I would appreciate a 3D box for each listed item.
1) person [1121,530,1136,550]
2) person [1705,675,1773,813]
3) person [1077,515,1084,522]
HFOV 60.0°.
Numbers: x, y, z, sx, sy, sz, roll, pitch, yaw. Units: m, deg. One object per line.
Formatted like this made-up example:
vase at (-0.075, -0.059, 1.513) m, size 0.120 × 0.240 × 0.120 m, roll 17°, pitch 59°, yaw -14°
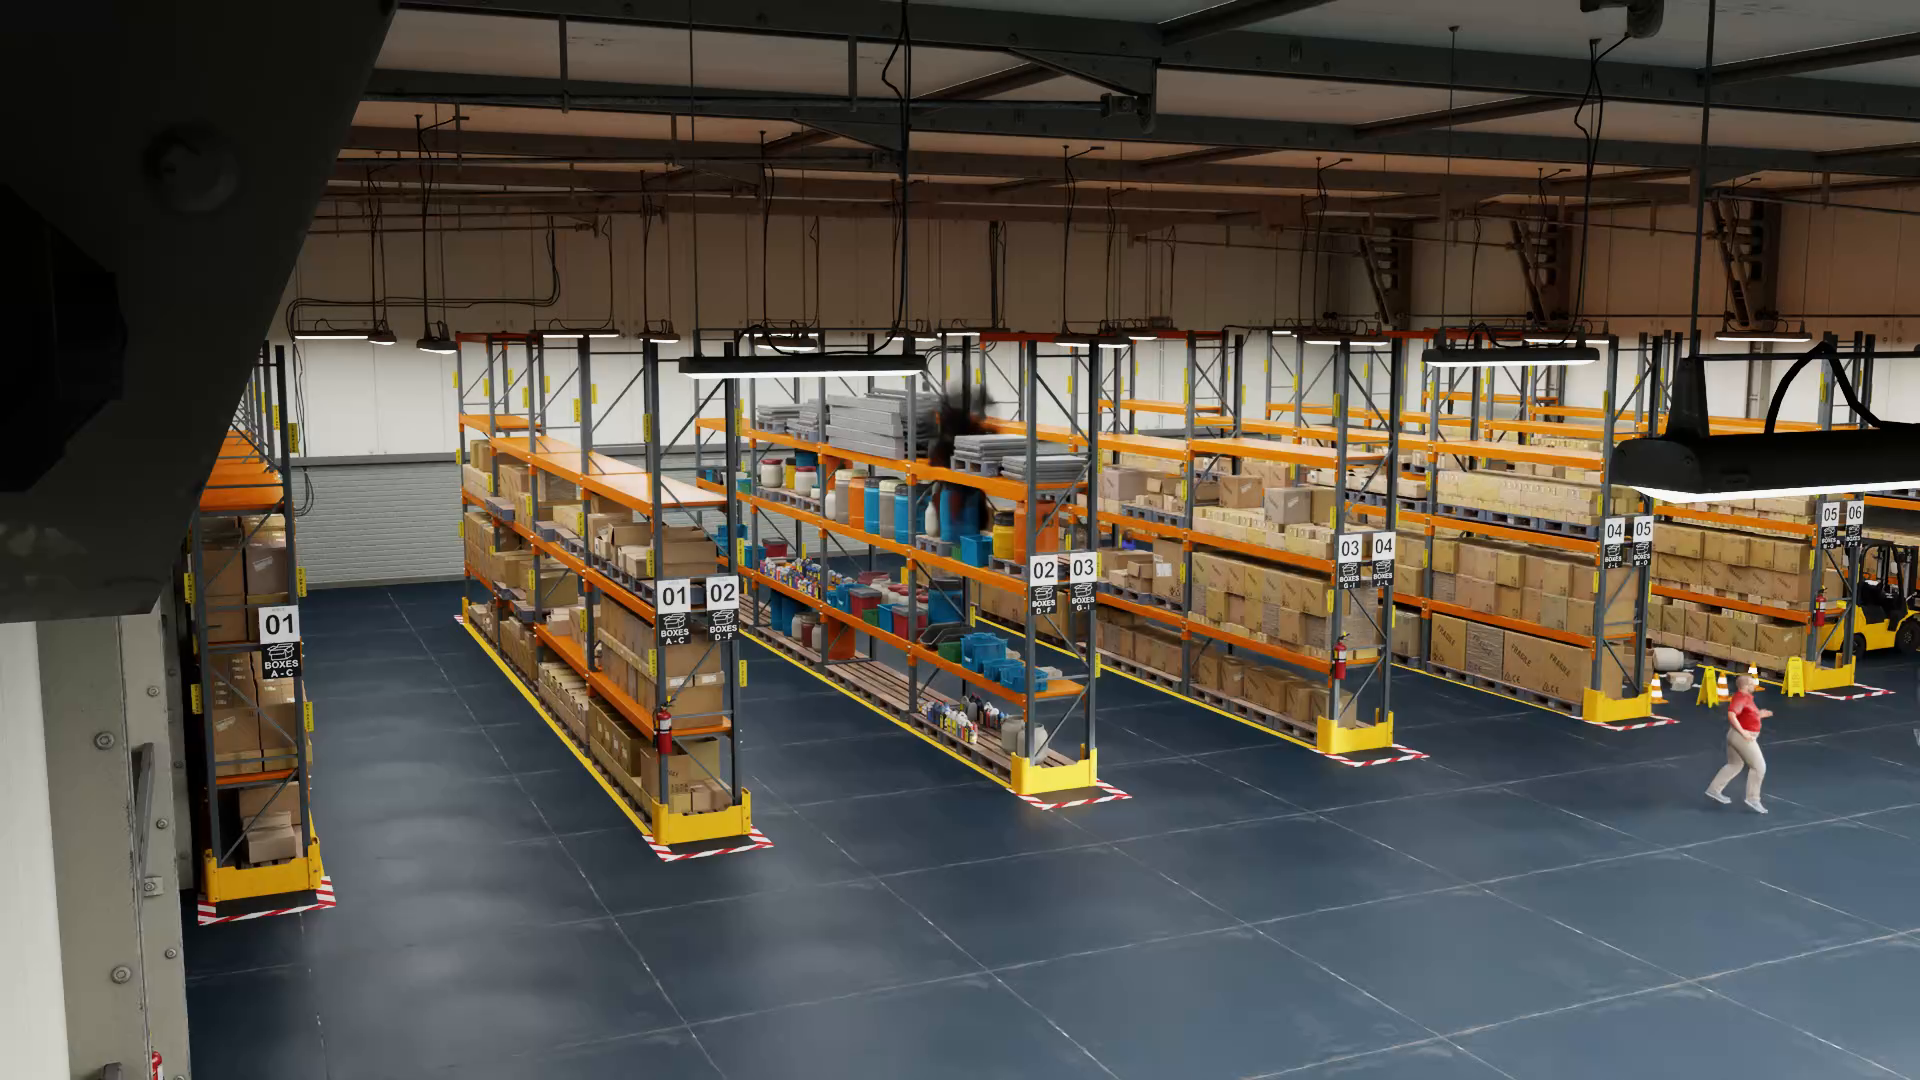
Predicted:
person at (3.690, 0.620, 36.488) m, size 0.568 × 1.682 × 0.702 m, roll -3°, pitch 8°, yaw -21°
person at (10.032, 2.616, 21.358) m, size 0.760 × 1.794 × 0.643 m, roll 1°, pitch 8°, yaw 8°
person at (2.710, 0.240, 38.915) m, size 0.717 × 1.735 × 0.610 m, roll -2°, pitch 8°, yaw -17°
